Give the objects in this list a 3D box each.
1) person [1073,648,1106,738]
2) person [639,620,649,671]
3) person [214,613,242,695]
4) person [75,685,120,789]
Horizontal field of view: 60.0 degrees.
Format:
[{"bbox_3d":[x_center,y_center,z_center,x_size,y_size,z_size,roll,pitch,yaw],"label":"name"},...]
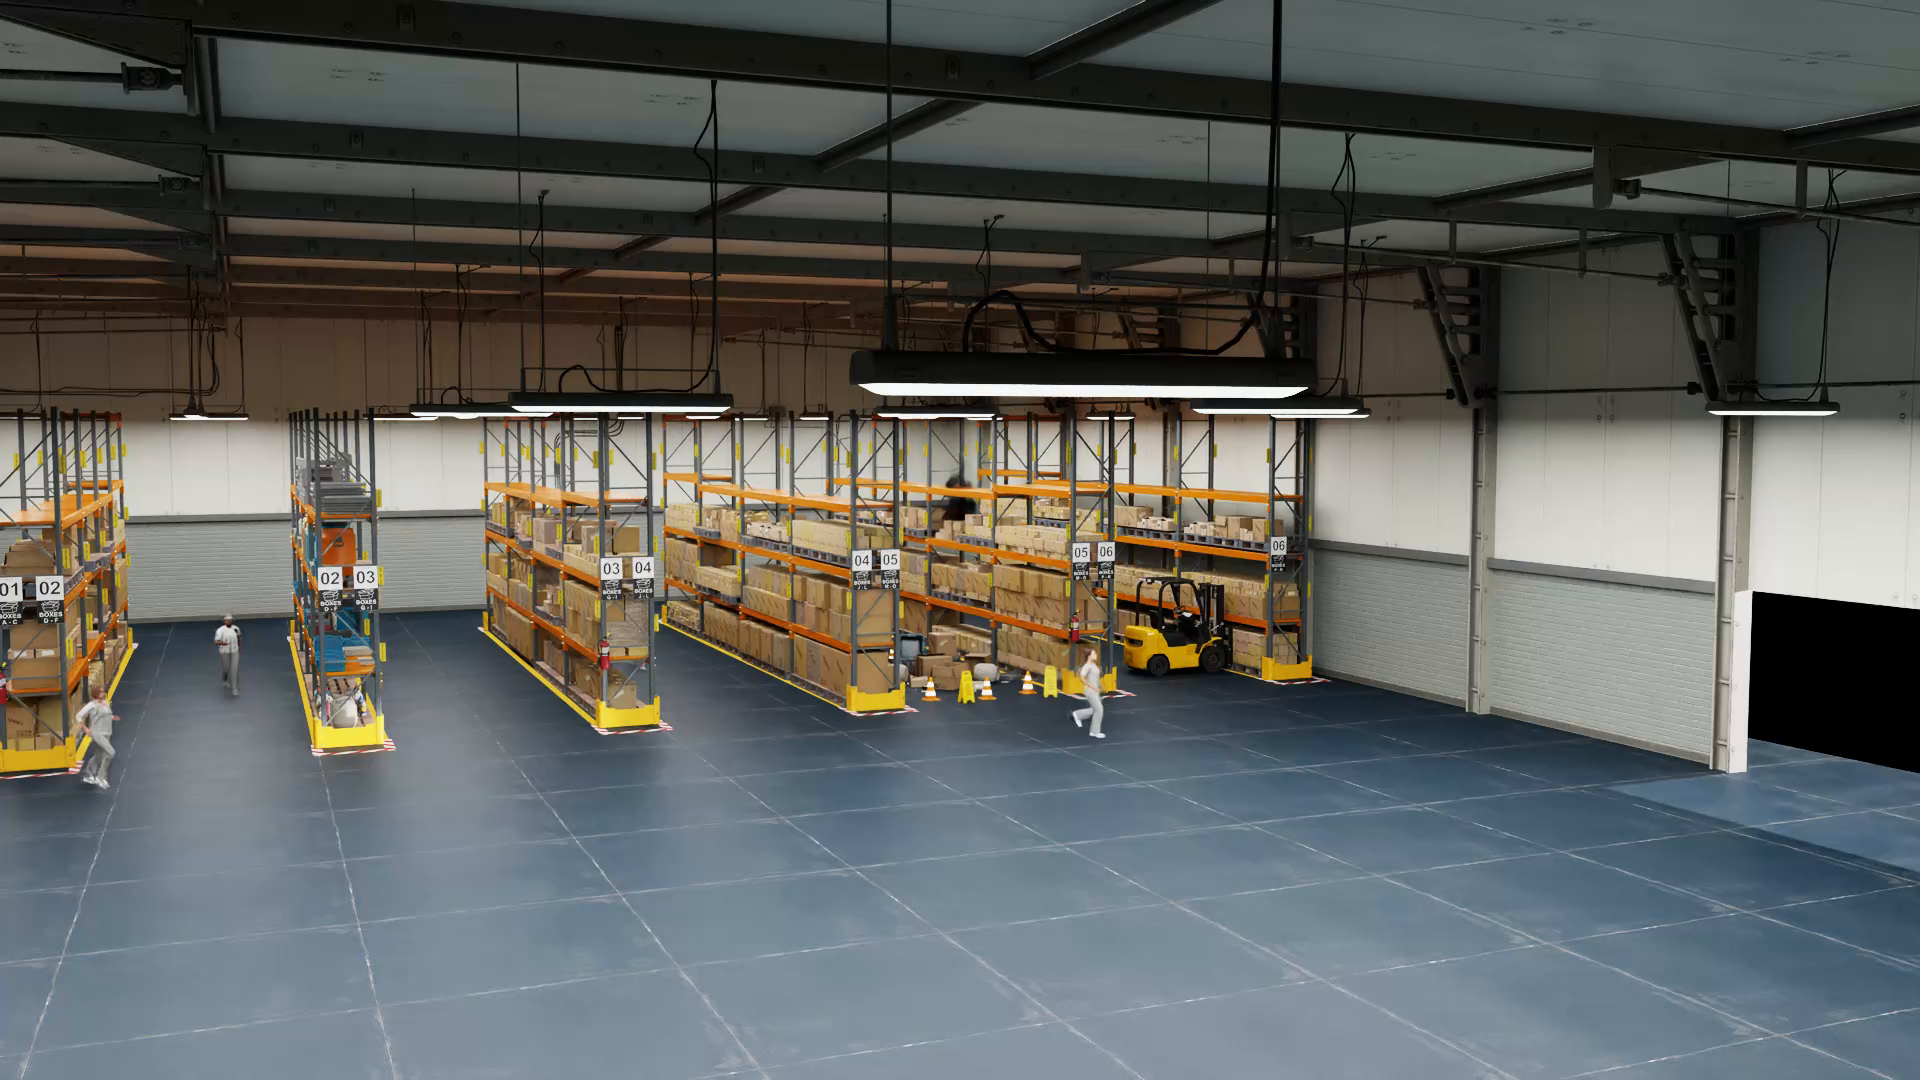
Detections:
[{"bbox_3d":[2.351,2.787,30.418,0.648,1.637,0.565,2,4,21],"label":"person"},{"bbox_3d":[-7.471,2.184,38.725,0.592,1.633,0.970,-2,4,-24],"label":"person"},{"bbox_3d":[-15.480,2.393,35.233,0.579,1.699,0.923,-3,5,-33],"label":"person"},{"bbox_3d":[-13.496,3.096,26.101,0.690,1.629,0.504,0,4,4],"label":"person"}]
